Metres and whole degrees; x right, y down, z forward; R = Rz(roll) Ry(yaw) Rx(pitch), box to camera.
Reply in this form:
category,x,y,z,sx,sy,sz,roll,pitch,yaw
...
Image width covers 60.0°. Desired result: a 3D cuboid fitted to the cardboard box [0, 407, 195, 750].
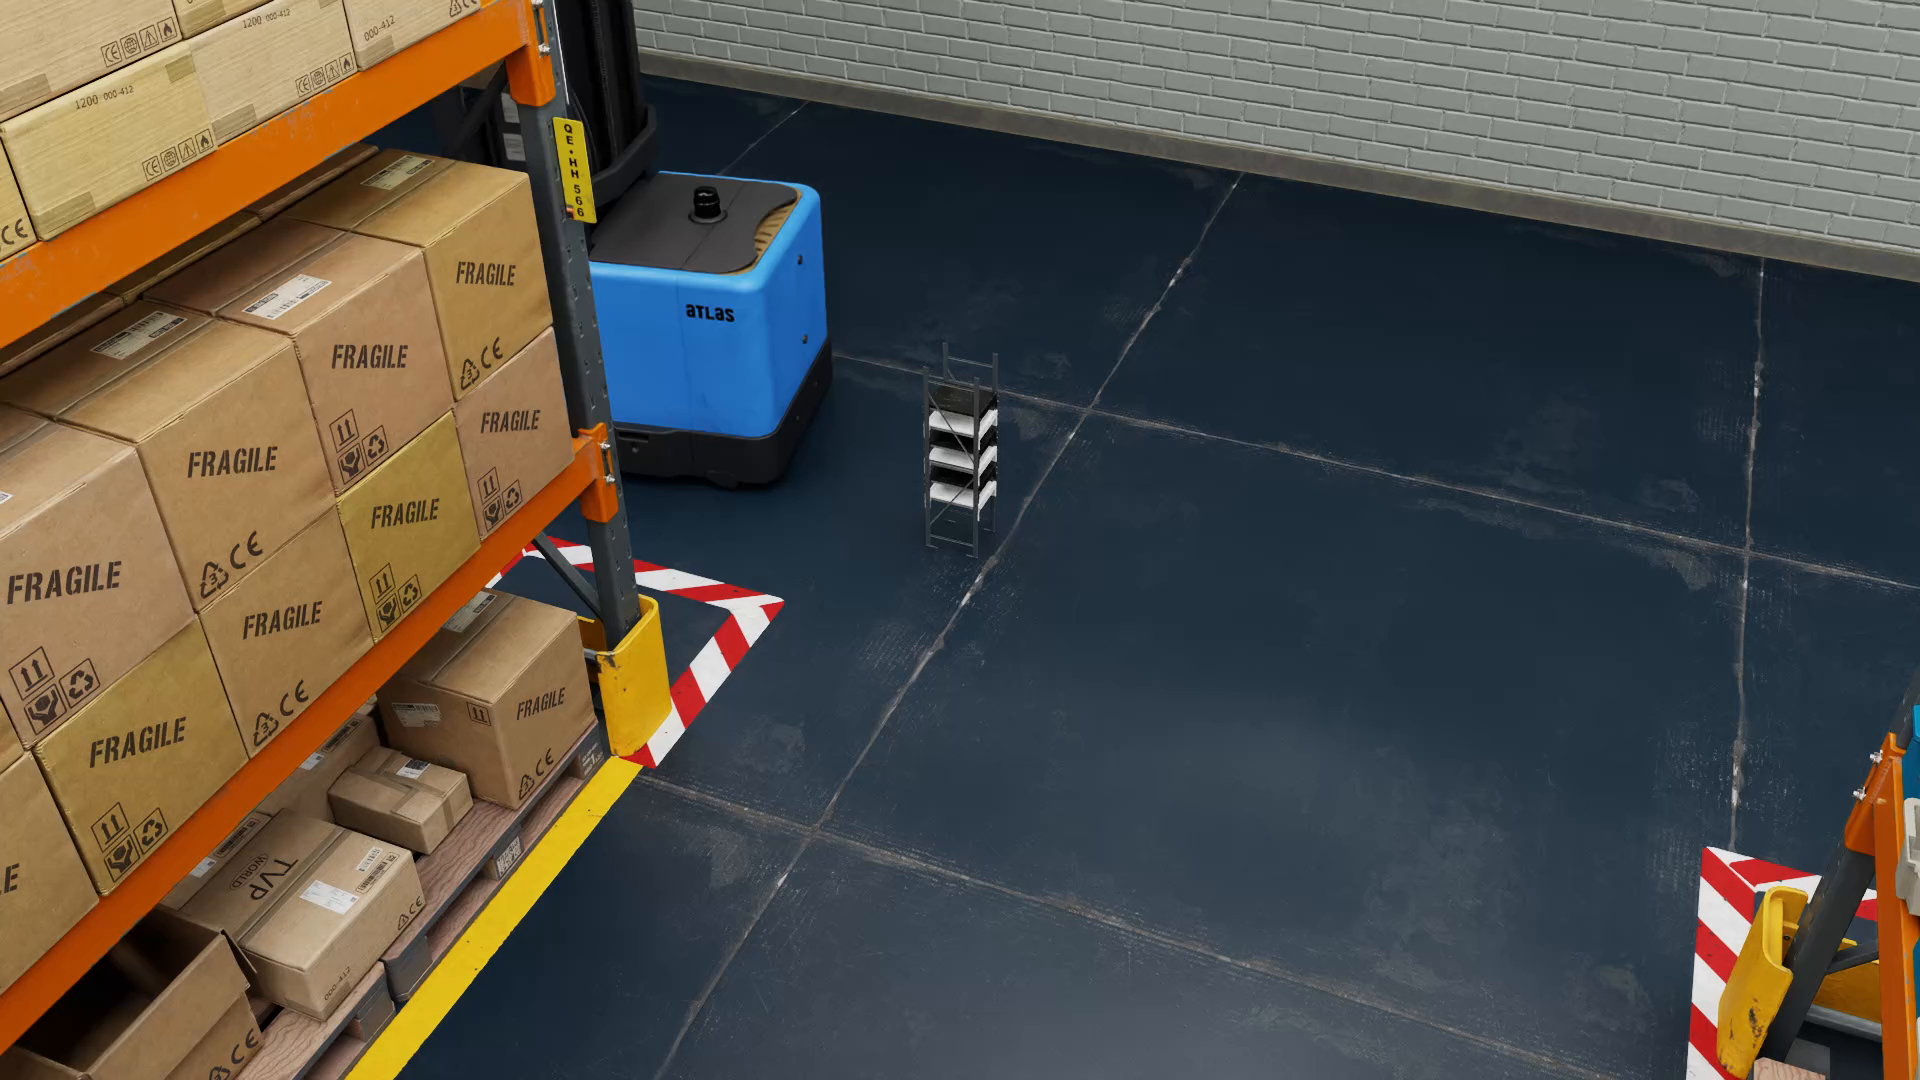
category,x,y,z,sx,sy,sz,roll,pitch,yaw
cardboard box,-2.157,0.066,3.738,0.500,0.500,0.500,15,39,19

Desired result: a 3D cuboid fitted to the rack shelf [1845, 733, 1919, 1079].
category,x,y,z,sx,sy,sz,roll,pitch,yaw
rack shelf,2.156,1.871,2.842,1.077,0.370,4.000,14,39,18

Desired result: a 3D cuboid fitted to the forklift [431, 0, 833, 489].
category,x,y,z,sx,sy,sz,roll,pitch,yaw
forklift,-2.199,-1.852,7.280,3.031,2.935,1.130,7,37,10

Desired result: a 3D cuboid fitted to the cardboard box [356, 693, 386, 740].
category,x,y,z,sx,sy,sz,roll,pitch,yaw
cardboard box,-2.234,0.596,5.947,0.380,0.166,0.250,14,39,18

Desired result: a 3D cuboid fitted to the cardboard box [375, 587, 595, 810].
category,x,y,z,sx,sy,sz,roll,pitch,yaw
cardboard box,-1.641,0.527,5.760,0.500,0.500,0.500,14,39,18

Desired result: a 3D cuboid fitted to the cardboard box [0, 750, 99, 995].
category,x,y,z,sx,sy,sz,roll,pitch,yaw
cardboard box,-2.354,0.739,3.673,0.500,0.500,0.500,14,39,18

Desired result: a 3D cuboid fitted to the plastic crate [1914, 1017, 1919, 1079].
category,x,y,z,sx,sy,sz,roll,pitch,yaw
plastic crate,2.062,1.153,3.372,0.250,0.136,0.298,14,39,18

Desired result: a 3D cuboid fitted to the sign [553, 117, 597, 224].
category,x,y,z,sx,sy,sz,roll,pitch,yaw
sign,-1.156,-1.108,4.996,0.100,0.325,0.005,14,39,18

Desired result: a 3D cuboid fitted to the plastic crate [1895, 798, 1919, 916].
category,x,y,z,sx,sy,sz,roll,pitch,yaw
plastic crate,2.320,0.777,3.875,0.250,0.136,0.298,14,39,18

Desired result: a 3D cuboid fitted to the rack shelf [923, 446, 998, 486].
category,x,y,z,sx,sy,sz,roll,pitch,yaw
rack shelf,0.003,-0.338,7.007,0.258,0.077,0.200,14,39,18

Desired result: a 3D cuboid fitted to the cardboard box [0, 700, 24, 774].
category,x,y,z,sx,sy,sz,roll,pitch,yaw
cardboard box,-2.353,0.352,3.355,0.500,0.500,0.500,13,39,16

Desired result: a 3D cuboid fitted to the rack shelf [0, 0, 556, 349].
category,x,y,z,sx,sy,sz,roll,pitch,yaw
rack shelf,-2.423,-0.461,3.457,1.077,0.370,4.000,14,39,18

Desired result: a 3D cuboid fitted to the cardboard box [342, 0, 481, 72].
category,x,y,z,sx,sy,sz,roll,pitch,yaw
cardboard box,-1.614,-1.452,4.307,0.500,0.250,0.500,14,39,18

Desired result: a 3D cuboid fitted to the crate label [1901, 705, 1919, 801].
category,x,y,z,sx,sy,sz,roll,pitch,yaw
crate label,2.519,0.580,4.058,0.416,0.233,0.303,14,39,18

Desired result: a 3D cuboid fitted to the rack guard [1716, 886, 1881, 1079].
category,x,y,z,sx,sy,sz,roll,pitch,yaw
rack guard,2.914,1.460,4.879,1.175,0.500,0.348,14,39,18

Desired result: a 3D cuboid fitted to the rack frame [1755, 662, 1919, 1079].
category,x,y,z,sx,sy,sz,roll,pitch,yaw
rack frame,2.917,0.475,4.109,1.000,3.000,0.127,14,39,18

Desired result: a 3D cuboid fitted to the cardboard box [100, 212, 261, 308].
category,x,y,z,sx,sy,sz,roll,pitch,yaw
cardboard box,-2.267,-0.619,4.654,0.500,0.500,0.500,14,39,18

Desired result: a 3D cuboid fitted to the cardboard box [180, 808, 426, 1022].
category,x,y,z,sx,sy,sz,roll,pitch,yaw
cardboard box,-2.030,1.146,5.140,0.500,0.250,0.500,14,39,18

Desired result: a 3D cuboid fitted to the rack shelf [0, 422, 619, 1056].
category,x,y,z,sx,sy,sz,roll,pitch,yaw
rack shelf,-2.423,0.740,4.355,1.077,0.370,4.000,14,39,18

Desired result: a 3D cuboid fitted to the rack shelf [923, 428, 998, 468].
category,x,y,z,sx,sy,sz,roll,pitch,yaw
rack shelf,0.003,-0.410,6.953,0.258,0.077,0.200,14,39,18

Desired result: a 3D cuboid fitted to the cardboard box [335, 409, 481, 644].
category,x,y,z,sx,sy,sz,roll,pitch,yaw
cardboard box,-1.775,-0.097,4.791,0.500,0.500,0.500,14,39,18

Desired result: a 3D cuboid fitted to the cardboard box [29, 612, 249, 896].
category,x,y,z,sx,sy,sz,roll,pitch,yaw
cardboard box,-2.162,0.457,4.050,0.500,0.500,0.500,13,39,17

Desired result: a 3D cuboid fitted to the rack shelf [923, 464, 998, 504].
category,x,y,z,sx,sy,sz,roll,pitch,yaw
rack shelf,0.003,-0.266,7.060,0.258,0.077,0.200,14,39,18

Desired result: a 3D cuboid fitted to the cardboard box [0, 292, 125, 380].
category,x,y,z,sx,sy,sz,roll,pitch,yaw
cardboard box,-2.462,-0.343,4.285,0.500,0.500,0.500,14,39,18

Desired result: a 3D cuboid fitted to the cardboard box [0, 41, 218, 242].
category,x,y,z,sx,sy,sz,roll,pitch,yaw
cardboard box,-1.992,-0.898,3.566,0.500,0.250,0.500,14,39,18

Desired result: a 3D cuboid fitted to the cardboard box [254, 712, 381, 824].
category,x,y,z,sx,sy,sz,roll,pitch,yaw
cardboard box,-2.322,0.783,5.626,0.500,0.250,0.500,14,39,18

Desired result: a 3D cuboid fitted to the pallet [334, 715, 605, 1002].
category,x,y,z,sx,sy,sz,roll,pitch,yaw
pallet,-1.993,0.946,5.809,1.003,0.211,1.213,14,39,18

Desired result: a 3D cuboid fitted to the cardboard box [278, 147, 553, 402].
category,x,y,z,sx,sy,sz,roll,pitch,yaw
cardboard box,-1.577,-0.787,4.878,0.500,0.500,0.500,14,39,17

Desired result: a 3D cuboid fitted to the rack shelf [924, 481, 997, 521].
category,x,y,z,sx,sy,sz,roll,pitch,yaw
rack shelf,0.003,-0.194,7.114,0.258,0.077,0.200,14,39,18

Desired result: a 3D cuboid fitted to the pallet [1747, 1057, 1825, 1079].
category,x,y,z,sx,sy,sz,roll,pitch,yaw
pallet,2.568,2.040,4.344,1.003,0.211,1.213,14,39,18

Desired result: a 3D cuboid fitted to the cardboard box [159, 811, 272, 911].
category,x,y,z,sx,sy,sz,roll,pitch,yaw
cardboard box,-2.512,1.060,5.255,0.500,0.250,0.500,14,39,18

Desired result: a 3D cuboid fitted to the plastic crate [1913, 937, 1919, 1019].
category,x,y,z,sx,sy,sz,roll,pitch,yaw
plastic crate,2.268,0.945,3.571,0.416,0.233,0.300,14,39,18

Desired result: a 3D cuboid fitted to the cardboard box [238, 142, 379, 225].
category,x,y,z,sx,sy,sz,roll,pitch,yaw
cardboard box,-2.075,-0.910,5.043,0.500,0.500,0.500,15,39,19

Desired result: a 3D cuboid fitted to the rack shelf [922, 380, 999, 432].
category,x,y,z,sx,sy,sz,roll,pitch,yaw
rack shelf,0.003,-0.555,6.845,0.258,0.077,0.200,14,39,18

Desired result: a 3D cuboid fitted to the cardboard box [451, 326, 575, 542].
category,x,y,z,sx,sy,sz,roll,pitch,yaw
cardboard box,-1.581,-0.385,5.176,0.500,0.500,0.500,15,39,19

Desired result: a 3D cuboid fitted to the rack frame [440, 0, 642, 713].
category,x,y,z,sx,sy,sz,roll,pitch,yaw
rack frame,-1.662,-0.655,5.621,1.000,3.000,0.127,14,39,18

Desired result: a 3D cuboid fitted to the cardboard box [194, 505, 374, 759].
category,x,y,z,sx,sy,sz,roll,pitch,yaw
cardboard box,-1.970,0.178,4.423,0.500,0.500,0.500,14,39,18

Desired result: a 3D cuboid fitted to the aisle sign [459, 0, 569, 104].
category,x,y,z,sx,sy,sz,roll,pitch,yaw
aisle sign,-1.353,-1.664,4.800,0.394,0.787,0.004,14,39,18

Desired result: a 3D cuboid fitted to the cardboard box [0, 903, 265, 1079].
category,x,y,z,sx,sy,sz,roll,pitch,yaw
cardboard box,-2.474,1.342,4.667,0.797,0.503,0.637,14,39,18

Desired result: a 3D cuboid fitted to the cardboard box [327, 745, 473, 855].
category,x,y,z,sx,sy,sz,roll,pitch,yaw
cardboard box,-1.879,0.864,5.587,0.380,0.166,0.250,14,39,18

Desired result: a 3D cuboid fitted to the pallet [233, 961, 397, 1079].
category,x,y,z,sx,sy,sz,roll,pitch,yaw
pallet,-2.459,1.619,4.908,1.003,0.211,1.213,14,39,18

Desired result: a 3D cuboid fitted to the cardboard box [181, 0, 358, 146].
category,x,y,z,sx,sy,sz,roll,pitch,yaw
cardboard box,-1.814,-1.178,3.940,0.500,0.250,0.500,14,39,18

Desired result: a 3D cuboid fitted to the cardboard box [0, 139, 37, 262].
category,x,y,z,sx,sy,sz,roll,pitch,yaw
cardboard box,-2.198,-0.625,3.200,0.500,0.250,0.500,14,39,18

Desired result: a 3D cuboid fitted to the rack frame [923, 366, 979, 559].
category,x,y,z,sx,sy,sz,roll,pitch,yaw
rack frame,-0.036,-0.309,6.911,0.240,0.900,0.006,14,39,18

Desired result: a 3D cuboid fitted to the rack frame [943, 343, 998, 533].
category,x,y,z,sx,sy,sz,roll,pitch,yaw
rack frame,0.042,-0.421,7.062,0.240,0.900,0.006,14,39,18

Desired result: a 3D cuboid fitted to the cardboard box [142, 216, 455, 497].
category,x,y,z,sx,sy,sz,roll,pitch,yaw
cardboard box,-1.769,-0.507,4.504,0.500,0.500,0.500,15,39,19

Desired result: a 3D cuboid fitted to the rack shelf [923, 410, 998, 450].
category,x,y,z,sx,sy,sz,roll,pitch,yaw
rack shelf,0.003,-0.482,6.899,0.258,0.077,0.200,14,39,18

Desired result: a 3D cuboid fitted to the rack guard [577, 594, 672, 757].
category,x,y,z,sx,sy,sz,roll,pitch,yaw
rack guard,-1.691,0.388,6.313,1.175,0.500,0.348,14,39,18

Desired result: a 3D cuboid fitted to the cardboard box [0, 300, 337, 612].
category,x,y,z,sx,sy,sz,roll,pitch,yaw
cardboard box,-1.962,-0.219,4.118,0.500,0.500,0.500,15,39,19

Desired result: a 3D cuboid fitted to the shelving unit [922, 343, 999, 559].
category,x,y,z,sx,sy,sz,roll,pitch,yaw
shelving unit,0.003,-0.365,6.987,0.258,0.900,0.210,14,39,18

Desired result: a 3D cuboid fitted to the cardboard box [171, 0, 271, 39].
category,x,y,z,sx,sy,sz,roll,pitch,yaw
cardboard box,-1.812,-1.377,3.789,0.500,0.250,0.500,14,39,18

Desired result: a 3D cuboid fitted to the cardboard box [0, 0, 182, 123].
category,x,y,z,sx,sy,sz,roll,pitch,yaw
cardboard box,-2.006,-1.101,3.420,0.500,0.250,0.500,14,39,18
